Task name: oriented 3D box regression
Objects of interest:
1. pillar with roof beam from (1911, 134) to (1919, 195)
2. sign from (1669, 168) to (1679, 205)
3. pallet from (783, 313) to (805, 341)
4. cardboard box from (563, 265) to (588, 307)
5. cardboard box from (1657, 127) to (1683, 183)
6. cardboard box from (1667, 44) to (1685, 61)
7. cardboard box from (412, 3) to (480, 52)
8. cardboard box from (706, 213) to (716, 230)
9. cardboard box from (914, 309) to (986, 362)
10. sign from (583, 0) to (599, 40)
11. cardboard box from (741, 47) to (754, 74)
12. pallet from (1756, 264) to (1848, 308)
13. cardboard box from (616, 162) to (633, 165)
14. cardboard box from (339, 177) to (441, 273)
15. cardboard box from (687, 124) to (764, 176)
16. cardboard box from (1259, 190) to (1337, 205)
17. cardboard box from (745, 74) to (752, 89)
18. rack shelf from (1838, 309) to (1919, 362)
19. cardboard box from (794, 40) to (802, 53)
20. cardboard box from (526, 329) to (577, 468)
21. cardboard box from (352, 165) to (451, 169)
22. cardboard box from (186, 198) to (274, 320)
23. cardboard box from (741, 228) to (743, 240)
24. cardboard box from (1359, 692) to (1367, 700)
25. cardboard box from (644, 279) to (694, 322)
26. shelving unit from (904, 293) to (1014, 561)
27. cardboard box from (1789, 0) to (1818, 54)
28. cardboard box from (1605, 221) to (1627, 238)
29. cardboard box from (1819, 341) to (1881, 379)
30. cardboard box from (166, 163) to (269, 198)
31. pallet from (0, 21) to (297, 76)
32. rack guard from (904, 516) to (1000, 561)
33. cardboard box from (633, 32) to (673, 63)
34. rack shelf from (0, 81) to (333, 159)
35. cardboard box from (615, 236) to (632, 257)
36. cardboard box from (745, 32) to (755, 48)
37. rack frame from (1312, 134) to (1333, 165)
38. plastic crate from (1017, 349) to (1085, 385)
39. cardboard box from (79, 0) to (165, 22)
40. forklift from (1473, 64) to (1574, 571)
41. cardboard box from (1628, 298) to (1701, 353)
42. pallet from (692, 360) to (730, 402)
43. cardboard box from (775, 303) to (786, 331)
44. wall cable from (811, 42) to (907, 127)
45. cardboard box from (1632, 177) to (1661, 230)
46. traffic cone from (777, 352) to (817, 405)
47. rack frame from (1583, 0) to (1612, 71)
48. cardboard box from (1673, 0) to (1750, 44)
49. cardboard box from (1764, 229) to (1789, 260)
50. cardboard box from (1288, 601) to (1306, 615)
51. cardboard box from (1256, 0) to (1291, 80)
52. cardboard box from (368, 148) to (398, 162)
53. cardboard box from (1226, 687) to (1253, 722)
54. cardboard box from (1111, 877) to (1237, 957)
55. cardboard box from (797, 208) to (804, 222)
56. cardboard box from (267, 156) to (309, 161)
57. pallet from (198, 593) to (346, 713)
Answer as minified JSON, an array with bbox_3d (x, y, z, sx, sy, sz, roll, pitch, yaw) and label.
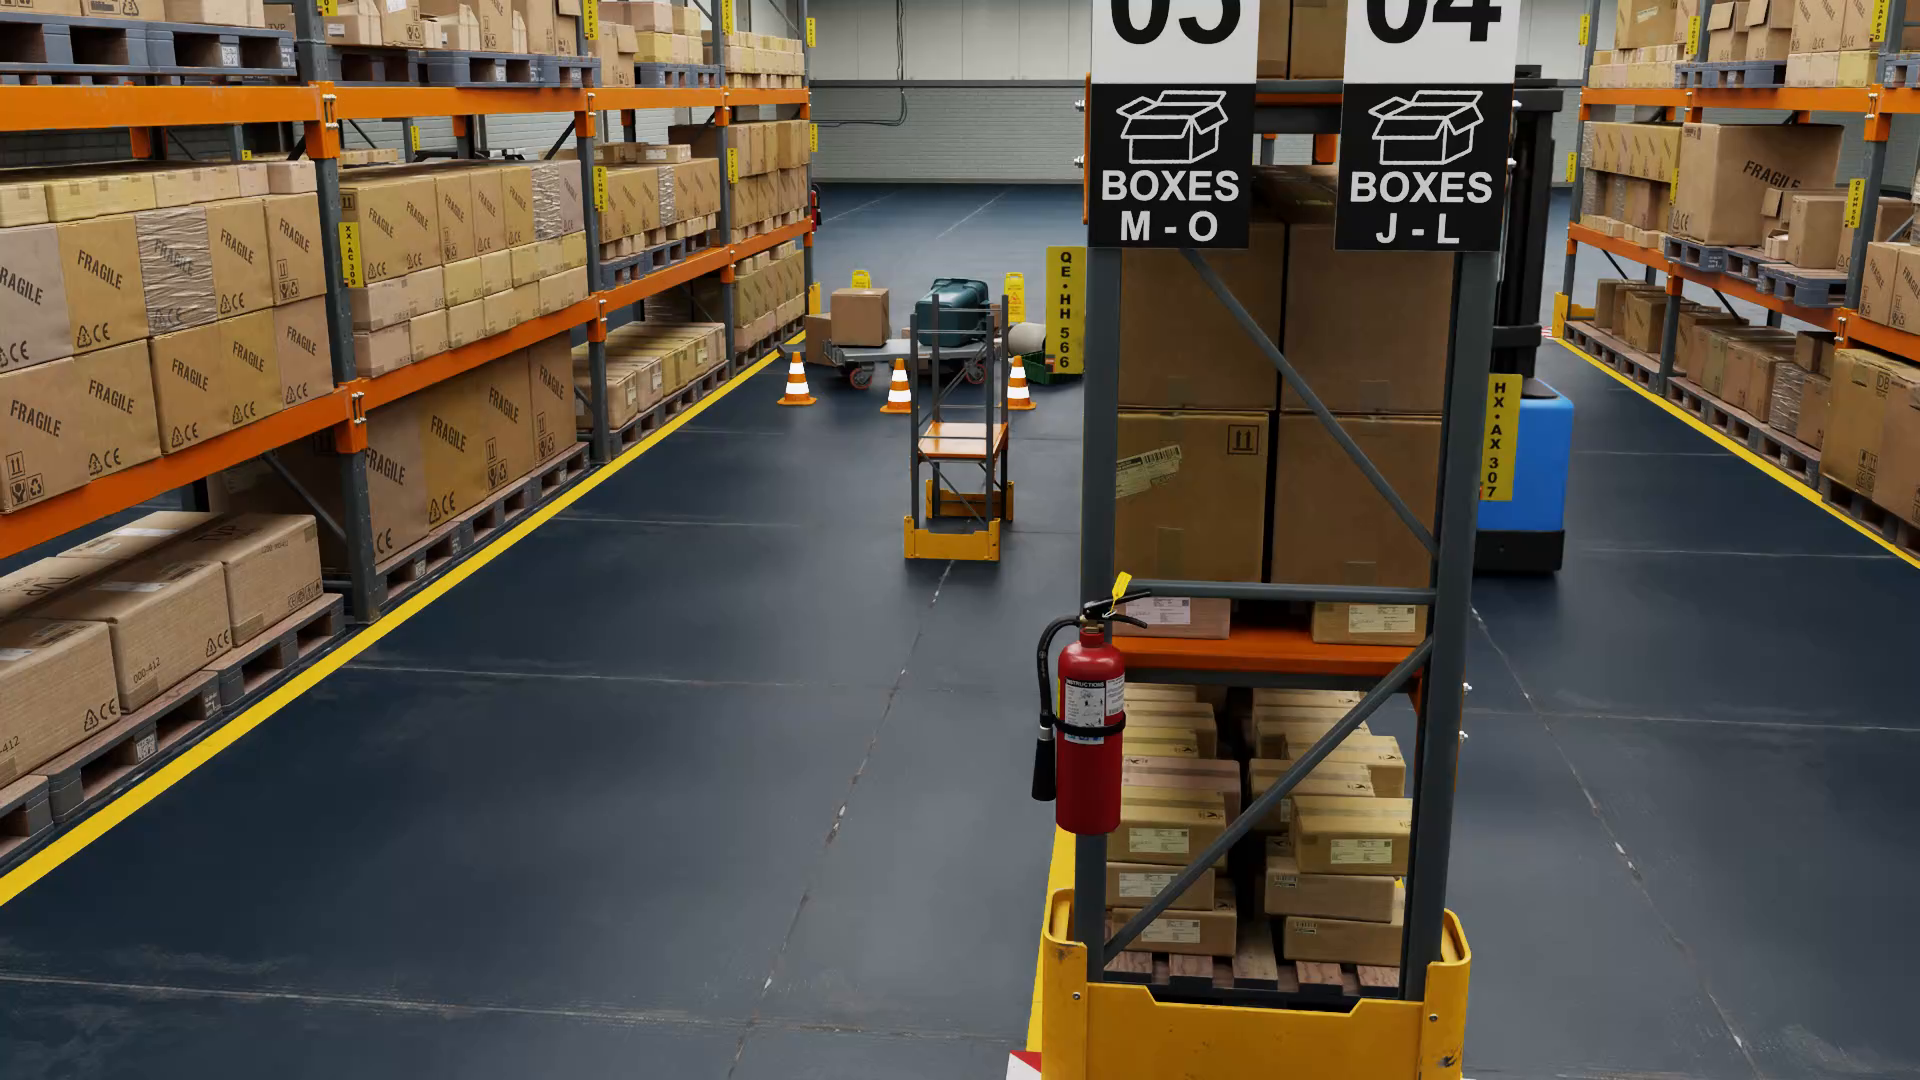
[{"bbox_3d":[22.196,-13.993,45.170,9.100,9.000,0.400,2,15,6],"label":"pillar with roof beam"},{"bbox_3d":[6.551,-3.228,15.196,0.100,0.325,0.005,2,15,6],"label":"sign"},{"bbox_3d":[-2.440,-2.550,19.689,1.003,0.211,1.213,2,15,6],"label":"pallet"},{"bbox_3d":[-3.006,-1.840,12.006,0.500,0.250,0.500,1,15,4],"label":"cardboard box"},{"bbox_3d":[6.868,-3.596,15.536,0.500,0.500,0.500,2,15,6],"label":"cardboard box"},{"bbox_3d":[6.904,-4.591,15.673,0.380,0.149,0.250,1,15,3],"label":"cardboard box"},{"bbox_3d":[-3.104,-3.063,9.949,0.396,0.266,0.258,3,15,11],"label":"cardboard box"},{"bbox_3d":[-2.539,-3.028,15.791,0.380,0.149,0.250,2,15,7],"label":"cardboard box"},{"bbox_3d":[-0.084,-2.213,17.623,0.797,0.637,0.503,2,15,6],"label":"cardboard box"},{"bbox_3d":[-2.656,-3.768,11.962,0.100,0.325,0.005,2,15,6],"label":"sign"},{"bbox_3d":[-2.385,-4.848,16.814,0.500,0.250,0.500,2,15,6],"label":"cardboard box"},{"bbox_3d":[6.614,-1.854,12.141,1.213,0.211,1.003,2,15,6],"label":"pallet"},{"bbox_3d":[-3.219,-3.112,14.858,0.500,0.500,0.500,2,15,6],"label":"cardboard box"},{"bbox_3d":[-3.293,-1.783,9.401,0.500,0.500,0.500,2,15,6],"label":"cardboard box"},{"bbox_3d":[-2.411,-4.002,17.040,0.700,0.500,0.500,2,15,7],"label":"cardboard box"},{"bbox_3d":[1.266,-0.905,5.585,0.500,0.500,0.500,1,15,5],"label":"cardboard box"},{"bbox_3d":[-2.365,-4.755,17.236,0.380,0.149,0.250,1,15,5],"label":"cardboard box"},{"bbox_3d":[6.414,-0.893,9.596,1.077,0.370,4.000,2,15,6],"label":"rack shelf"},{"bbox_3d":[-2.049,-5.741,19.354,0.380,0.149,0.250,2,15,7],"label":"cardboard box"},{"bbox_3d":[-3.368,-1.051,12.069,0.875,0.875,0.875,2,15,6],"label":"cardboard box"},{"bbox_3d":[-3.626,-2.198,10.938,0.500,0.500,0.500,2,15,8],"label":"cardboard box"},{"bbox_3d":[-3.503,-1.282,7.551,0.500,0.500,0.500,1,15,5],"label":"cardboard box"},{"bbox_3d":[-2.424,-3.106,16.884,0.380,0.149,0.250,2,15,8],"label":"cardboard box"},{"bbox_3d":[1.346,0.562,6.354,0.380,0.149,0.250,2,15,7],"label":"cardboard box"},{"bbox_3d":[-2.956,-2.487,17.139,0.500,0.500,0.500,1,15,5],"label":"cardboard box"},{"bbox_3d":[0.009,-0.744,10.539,0.587,1.500,1.083,2,15,6],"label":"shelving unit"},{"bbox_3d":[6.563,-3.889,12.402,0.500,0.500,0.500,2,15,7],"label":"cardboard box"},{"bbox_3d":[7.008,-3.259,17.451,0.380,0.149,0.250,2,15,6],"label":"cardboard box"},{"bbox_3d":[6.685,-1.301,12.237,0.500,0.250,0.500,2,15,9],"label":"cardboard box"},{"bbox_3d":[-3.515,-1.703,7.864,0.380,0.149,0.250,2,15,8],"label":"cardboard box"},{"bbox_3d":[-3.761,-2.207,7.500,1.003,0.211,1.213,2,15,6],"label":"pallet"},{"bbox_3d":[-0.048,-0.011,10.225,0.587,0.250,0.087,2,15,6],"label":"rack guard"},{"bbox_3d":[-2.798,-4.248,14.360,0.500,0.250,0.500,2,15,7],"label":"cardboard box"},{"bbox_3d":[-3.884,-1.595,6.447,1.077,0.370,4.000,2,15,6],"label":"rack shelf"},{"bbox_3d":[-2.844,-2.353,13.294,0.380,0.149,0.250,1,15,3],"label":"cardboard box"},{"bbox_3d":[-2.301,-5.076,16.894,0.380,0.149,0.250,2,15,6],"label":"cardboard box"},{"bbox_3d":[1.271,-0.894,8.221,1.000,3.000,0.127,2,15,6],"label":"rack frame"},{"bbox_3d":[0.892,-1.723,16.563,0.450,0.188,0.662,22,25,31],"label":"plastic crate"},{"bbox_3d":[-3.779,-2.411,6.893,0.797,0.503,0.637,3,15,11],"label":"cardboard box"},{"bbox_3d":[3.152,-1.566,10.839,1.130,2.935,3.031,1,15,5],"label":"forklift"},{"bbox_3d":[7.225,-2.207,17.062,0.500,0.500,0.500,0,15,1],"label":"cardboard box"},{"bbox_3d":[-2.842,-1.540,15.954,1.003,0.211,1.213,2,15,6],"label":"pallet"},{"bbox_3d":[-2.248,-2.513,18.674,0.500,0.250,0.500,1,15,4],"label":"cardboard box"},{"bbox_3d":[-3.179,-14.020,51.219,3.097,2.526,0.112,2,15,6],"label":"wall cable"},{"bbox_3d":[7.251,-3.364,16.596,0.875,0.500,0.500,2,15,6],"label":"cardboard box"},{"bbox_3d":[-1.505,-1.501,15.326,0.336,0.463,0.334,2,15,6],"label":"traffic cone"},{"bbox_3d":[7.542,-6.730,18.311,1.000,3.000,0.127,2,15,6],"label":"rack frame"},{"bbox_3d":[6.888,-4.802,15.208,0.500,0.500,0.500,1,15,5],"label":"cardboard box"},{"bbox_3d":[6.560,-2.337,13.012,0.396,0.266,0.258,1,15,5],"label":"cardboard box"},{"bbox_3d":[1.170,0.123,4.941,0.380,0.149,0.250,2,15,8],"label":"cardboard box"},{"bbox_3d":[0.609,-1.358,4.477,0.500,0.250,0.500,1,15,5],"label":"cardboard box"},{"bbox_3d":[-7.068,-4.677,20.207,0.380,0.149,0.250,2,15,6],"label":"cardboard box"},{"bbox_3d":[1.263,0.633,6.660,0.380,0.149,0.250,2,15,9],"label":"cardboard box"},{"bbox_3d":[0.672,1.174,5.229,0.380,0.149,0.250,2,15,7],"label":"cardboard box"},{"bbox_3d":[-2.052,-3.832,19.569,0.380,0.149,0.250,2,15,6],"label":"cardboard box"},{"bbox_3d":[-7.264,-4.081,18.004,0.380,0.149,0.250,1,15,5],"label":"cardboard box"},{"bbox_3d":[-3.822,0.528,8.306,1.003,0.211,1.213,2,15,6],"label":"pallet"}]
